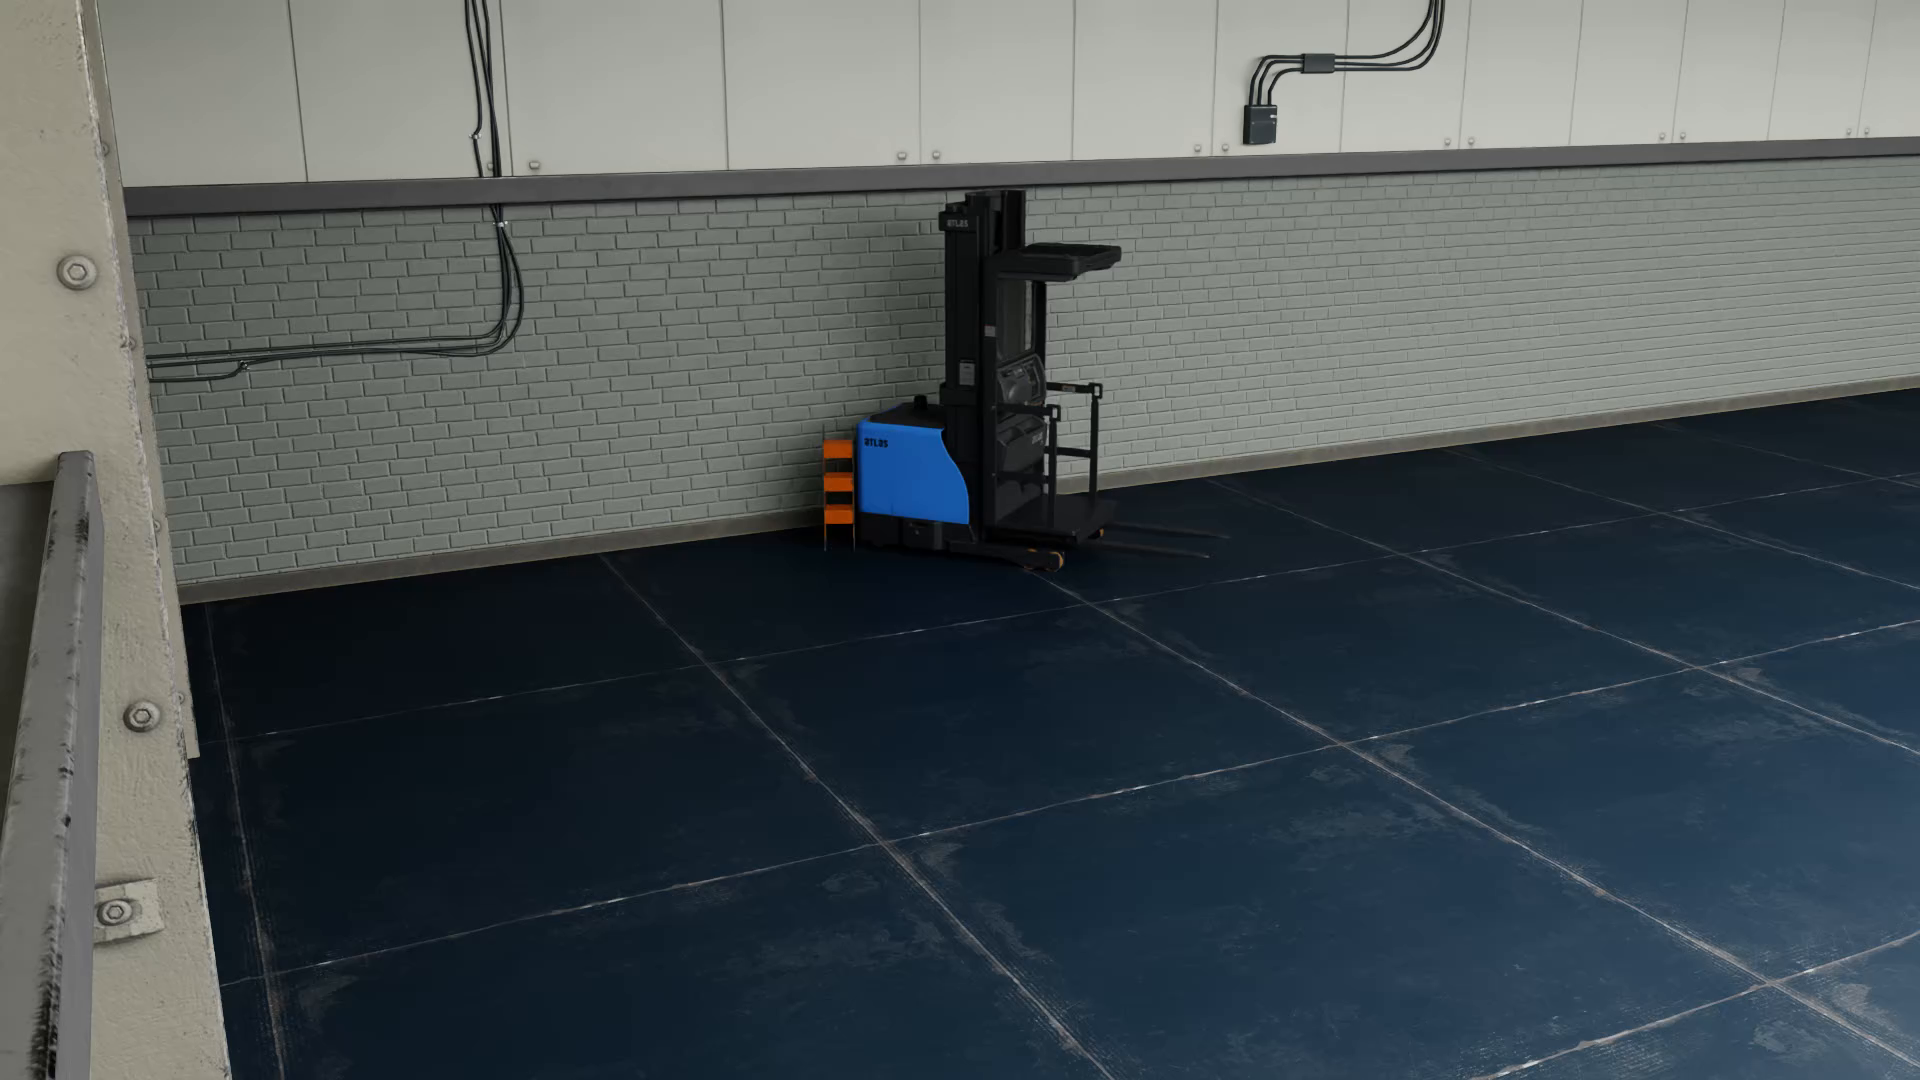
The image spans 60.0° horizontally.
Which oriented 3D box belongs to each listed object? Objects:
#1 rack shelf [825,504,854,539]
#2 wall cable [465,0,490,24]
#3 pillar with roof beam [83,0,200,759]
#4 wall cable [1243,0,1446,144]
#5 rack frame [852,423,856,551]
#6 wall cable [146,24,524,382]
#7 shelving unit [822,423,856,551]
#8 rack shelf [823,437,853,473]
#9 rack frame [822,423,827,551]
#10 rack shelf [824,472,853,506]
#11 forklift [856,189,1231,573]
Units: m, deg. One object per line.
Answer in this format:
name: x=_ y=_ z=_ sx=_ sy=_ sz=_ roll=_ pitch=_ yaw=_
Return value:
rack shelf: x=-1.011 y=-0.165 z=13.968 sx=0.240 sy=0.259 sz=0.215 roll=-1 pitch=16 yaw=-2
wall cable: x=-2.376 y=-5.231 z=12.640 sx=3.097 sy=2.526 sz=0.112 roll=-8 pitch=18 yaw=-25
pillar with roof beam: x=-0.836 y=-3.599 z=10.479 sx=9.100 sy=9.000 sz=0.400 roll=-8 pitch=18 yaw=-25
wall cable: x=3.733 y=-6.747 z=15.284 sx=2.305 sy=6.003 sz=0.169 roll=-8 pitch=18 yaw=-25
rack frame: x=-0.889 y=-0.443 z=13.892 sx=0.008 sy=1.050 sz=0.200 roll=-1 pitch=16 yaw=-2
wall cable: x=-4.808 y=-2.477 z=12.197 sx=3.097 sy=2.526 sz=0.112 roll=-8 pitch=18 yaw=-25
shelving unit: x=-1.011 y=-0.442 z=13.889 sx=0.252 sy=1.050 sz=0.215 roll=-1 pitch=16 yaw=-2
rack shelf: x=-1.011 y=-0.705 z=13.813 sx=0.240 sy=0.259 sz=0.215 roll=-1 pitch=16 yaw=-2
rack frame: x=-1.133 y=-0.441 z=13.885 sx=0.008 sy=1.050 sz=0.200 roll=-1 pitch=16 yaw=-2
rack shelf: x=-1.011 y=-0.432 z=13.892 sx=0.240 sy=0.259 sz=0.215 roll=-1 pitch=16 yaw=-2
forklift: x=0.689 y=-1.314 z=13.517 sx=3.031 sy=2.935 sz=1.130 roll=7 pitch=17 yaw=23
